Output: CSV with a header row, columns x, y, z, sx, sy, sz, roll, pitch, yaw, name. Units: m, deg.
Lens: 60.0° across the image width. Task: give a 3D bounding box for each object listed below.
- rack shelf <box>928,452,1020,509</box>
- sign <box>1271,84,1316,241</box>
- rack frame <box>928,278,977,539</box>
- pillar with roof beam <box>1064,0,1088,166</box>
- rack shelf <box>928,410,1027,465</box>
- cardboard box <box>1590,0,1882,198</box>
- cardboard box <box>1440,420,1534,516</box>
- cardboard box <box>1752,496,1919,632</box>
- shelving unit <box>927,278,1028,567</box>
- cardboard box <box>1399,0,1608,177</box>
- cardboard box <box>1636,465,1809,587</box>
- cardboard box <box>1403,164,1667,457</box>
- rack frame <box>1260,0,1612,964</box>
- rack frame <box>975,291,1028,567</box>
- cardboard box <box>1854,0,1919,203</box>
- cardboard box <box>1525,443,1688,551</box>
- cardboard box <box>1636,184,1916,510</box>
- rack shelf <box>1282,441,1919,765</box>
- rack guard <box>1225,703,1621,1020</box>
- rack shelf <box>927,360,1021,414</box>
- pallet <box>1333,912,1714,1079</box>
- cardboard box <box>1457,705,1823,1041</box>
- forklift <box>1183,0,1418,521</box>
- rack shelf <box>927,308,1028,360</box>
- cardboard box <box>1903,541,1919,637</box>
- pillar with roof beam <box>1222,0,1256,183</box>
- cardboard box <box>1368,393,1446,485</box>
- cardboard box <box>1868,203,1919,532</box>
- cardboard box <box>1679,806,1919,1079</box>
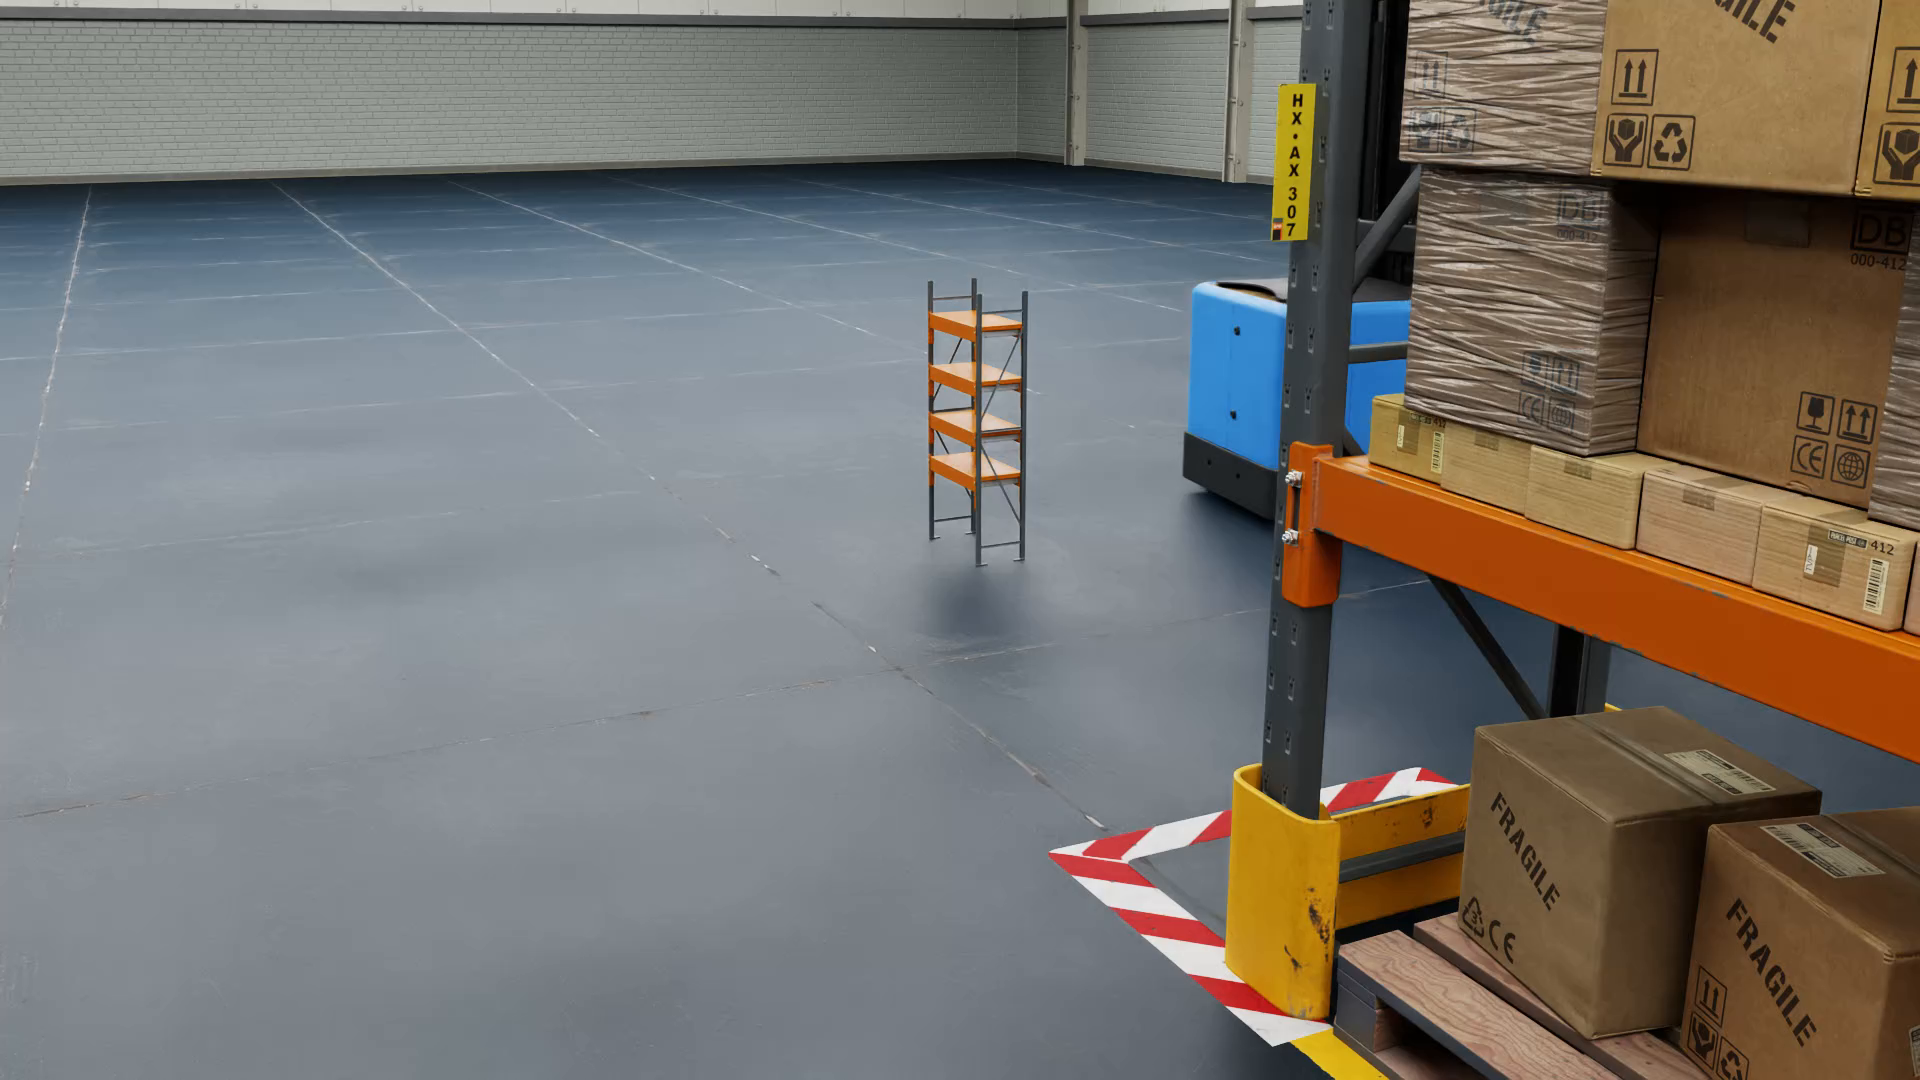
x,y,z,sx,sy,sz,roll,pitch,yaw,name
0.073,-0.280,7.515,0.258,0.148,0.480,-8,18,-25,rack shelf
0.712,-0.802,3.539,0.100,0.325,0.005,-8,18,-25,sign
-0.034,-0.596,7.653,0.240,1.200,0.015,-8,18,-25,rack frame
-1.370,-11.981,33.186,9.100,9.000,0.400,-8,18,-25,pillar with roof beam
0.073,-0.471,7.461,0.258,0.148,0.480,-8,18,-25,rack shelf
1.409,-0.829,2.670,0.500,0.500,0.500,-8,18,-25,cardboard box
1.203,-0.167,3.351,0.380,0.149,0.250,-8,18,-25,cardboard box
1.530,0.019,2.703,0.380,0.149,0.250,-8,18,-25,cardboard box
0.073,-0.536,7.442,0.258,1.200,0.503,-8,18,-25,shelving unit
1.196,-0.954,3.105,0.500,0.500,0.500,-8,18,-25,cardboard box
1.427,-0.044,2.922,0.380,0.149,0.250,-8,18,-25,cardboard box
1.416,-0.503,3.346,0.875,0.500,0.500,-8,18,-25,cardboard box
1.200,-0.452,3.888,1.000,3.000,0.127,-8,18,-25,rack frame
0.179,-0.475,7.231,0.240,1.200,0.015,-8,18,-25,rack frame
1.629,-0.706,2.238,0.500,0.500,0.500,-8,18,-25,cardboard box
1.299,-0.104,3.129,0.380,0.149,0.250,-8,18,-25,cardboard box
1.743,-0.394,2.964,0.875,0.500,0.500,-8,18,-25,cardboard box
2.076,0.390,2.259,1.077,0.370,4.000,-8,18,-25,rack shelf
1.233,0.768,4.167,1.175,0.500,0.348,-8,18,-25,rack guard
0.073,-0.686,7.399,0.258,0.148,0.480,-8,18,-25,rack shelf
1.557,1.113,3.490,1.003,0.211,1.213,-8,18,-25,pallet
1.458,0.705,3.628,0.500,0.500,0.500,-4,17,-15,cardboard box
2.732,-1.688,8.320,3.031,2.935,1.130,-5,17,-18,forklift
0.073,-0.913,7.334,0.258,0.148,0.480,-8,18,-25,rack shelf
1.664,0.077,2.498,0.380,0.149,0.250,-8,18,-25,cardboard box
1.258,-10.493,28.001,9.100,9.000,0.400,-8,18,-25,pillar with roof beam
1.110,-0.232,3.576,0.380,0.149,0.250,-8,18,-25,cardboard box
1.923,-0.265,2.514,0.875,0.500,0.500,-8,18,-25,cardboard box
1.751,0.849,3.126,0.500,0.500,0.500,-3,16,-10,cardboard box
